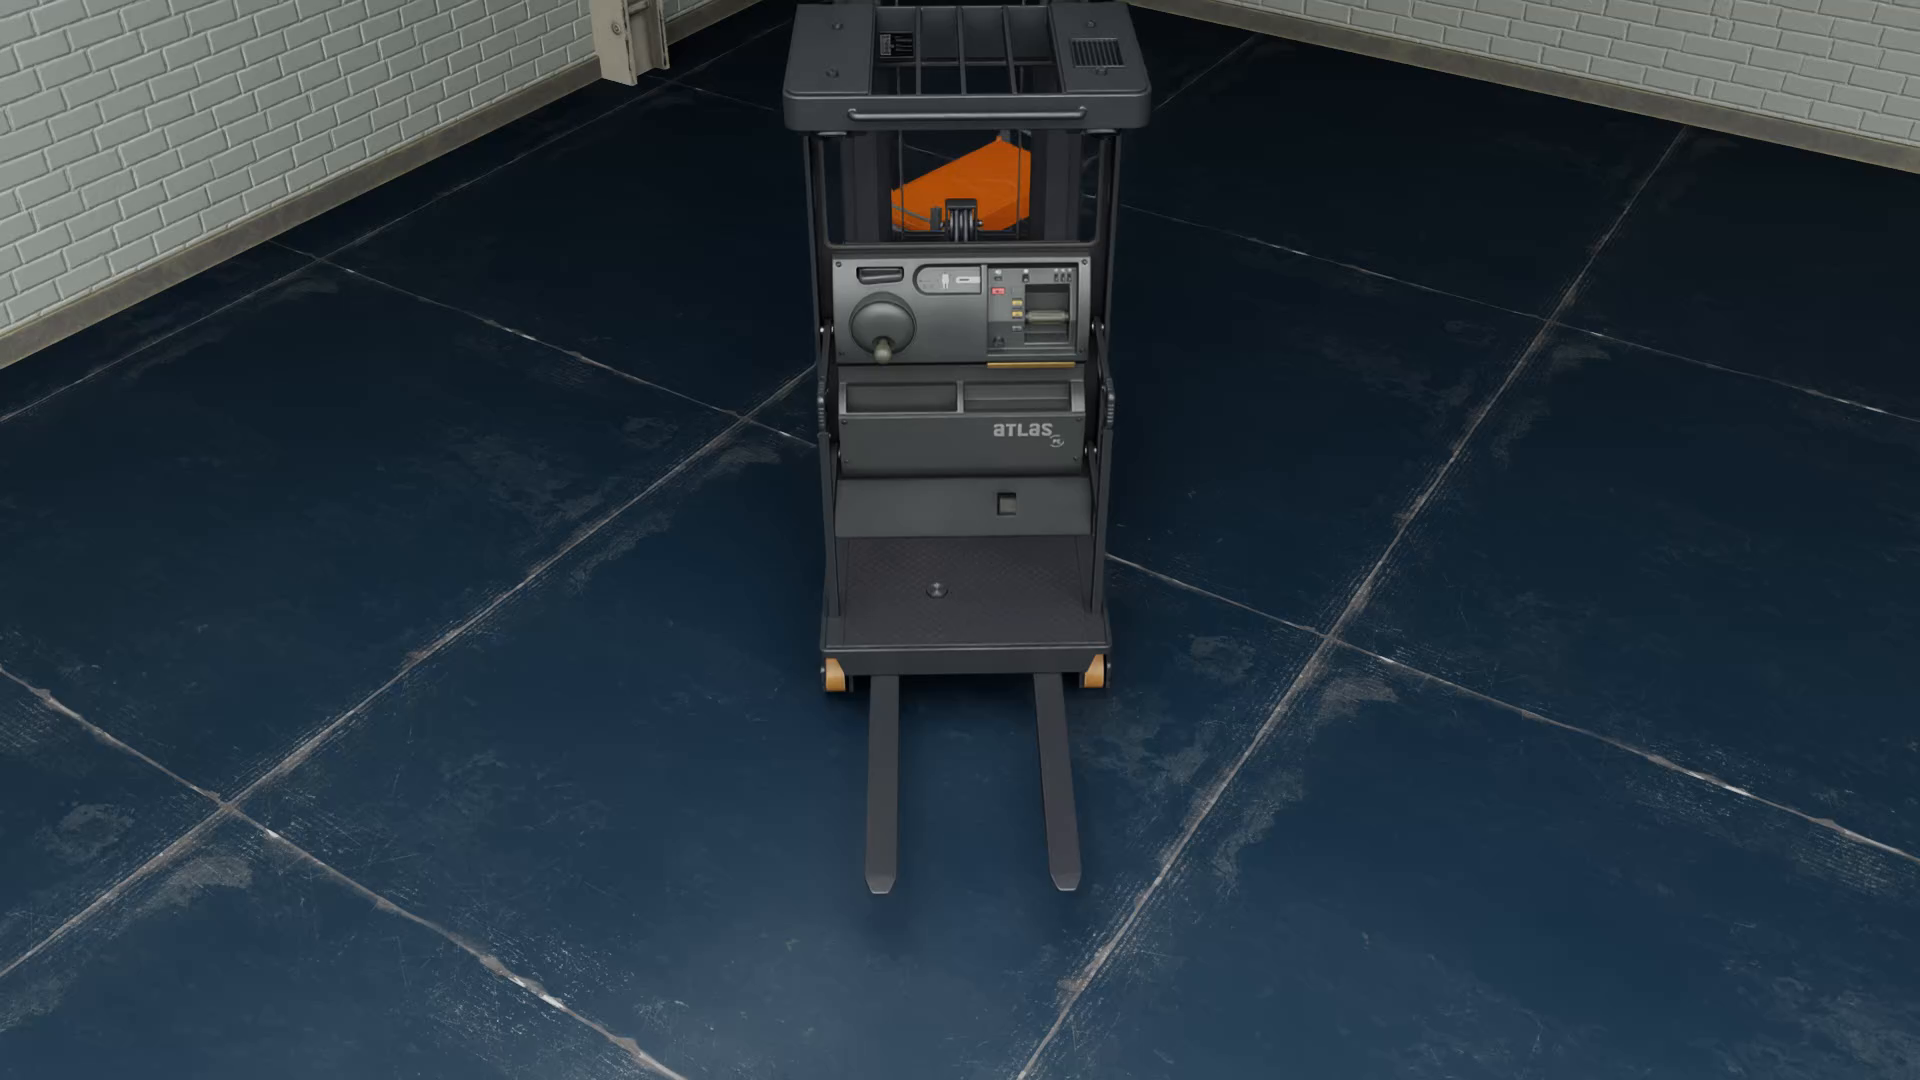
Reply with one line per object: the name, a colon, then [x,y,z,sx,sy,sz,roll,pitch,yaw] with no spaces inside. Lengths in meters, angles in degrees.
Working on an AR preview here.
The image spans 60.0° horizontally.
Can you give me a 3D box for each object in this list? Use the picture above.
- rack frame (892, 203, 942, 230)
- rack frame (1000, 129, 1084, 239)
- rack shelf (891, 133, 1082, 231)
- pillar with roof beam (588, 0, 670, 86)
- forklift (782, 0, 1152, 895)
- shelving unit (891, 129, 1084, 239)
rack frame: [-0.277,-1.109,7.767,0.500,1.125,0.032,28,46,32]
rack frame: [0.395,-1.574,8.371,0.500,1.125,0.032,28,46,32]
rack shelf: [0.059,-1.573,7.890,0.538,0.278,1.000,28,46,32]
pillar with roof beam: [1.400,-5.372,6.849,9.100,9.000,0.400,21,42,25]
forklift: [0.013,-0.766,5.843,1.130,2.935,3.031,-1,38,-1]
shelving unit: [0.059,-1.341,8.069,0.538,1.125,1.048,28,46,32]
